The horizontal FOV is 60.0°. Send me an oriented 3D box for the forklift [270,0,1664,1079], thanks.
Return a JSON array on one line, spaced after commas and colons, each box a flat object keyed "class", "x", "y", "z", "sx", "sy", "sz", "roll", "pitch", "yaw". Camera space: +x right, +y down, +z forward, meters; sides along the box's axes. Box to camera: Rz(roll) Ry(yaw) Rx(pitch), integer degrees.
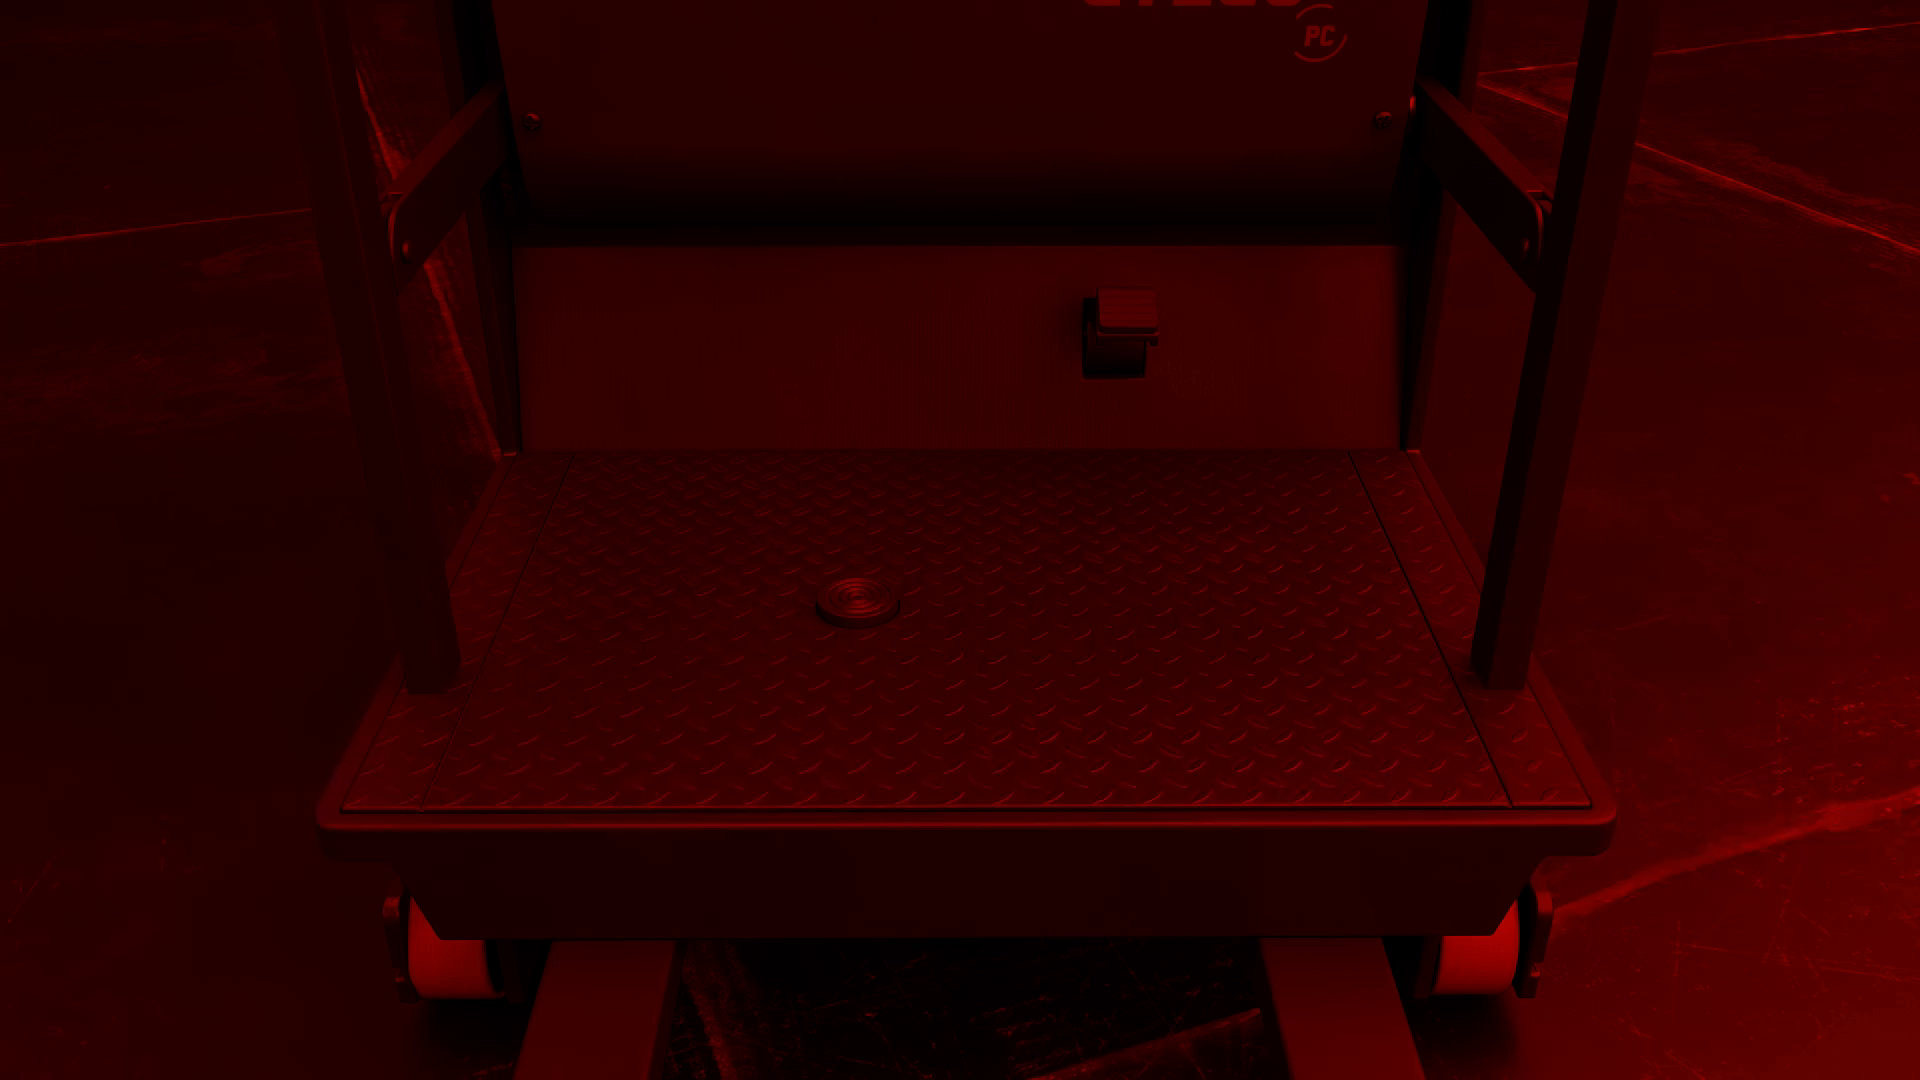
[{"class": "forklift", "x": 0.003, "y": -0.964, "z": 1.232, "sx": 1.130, "sy": 2.935, "sz": 3.031, "roll": 0, "pitch": 30, "yaw": 0}]
